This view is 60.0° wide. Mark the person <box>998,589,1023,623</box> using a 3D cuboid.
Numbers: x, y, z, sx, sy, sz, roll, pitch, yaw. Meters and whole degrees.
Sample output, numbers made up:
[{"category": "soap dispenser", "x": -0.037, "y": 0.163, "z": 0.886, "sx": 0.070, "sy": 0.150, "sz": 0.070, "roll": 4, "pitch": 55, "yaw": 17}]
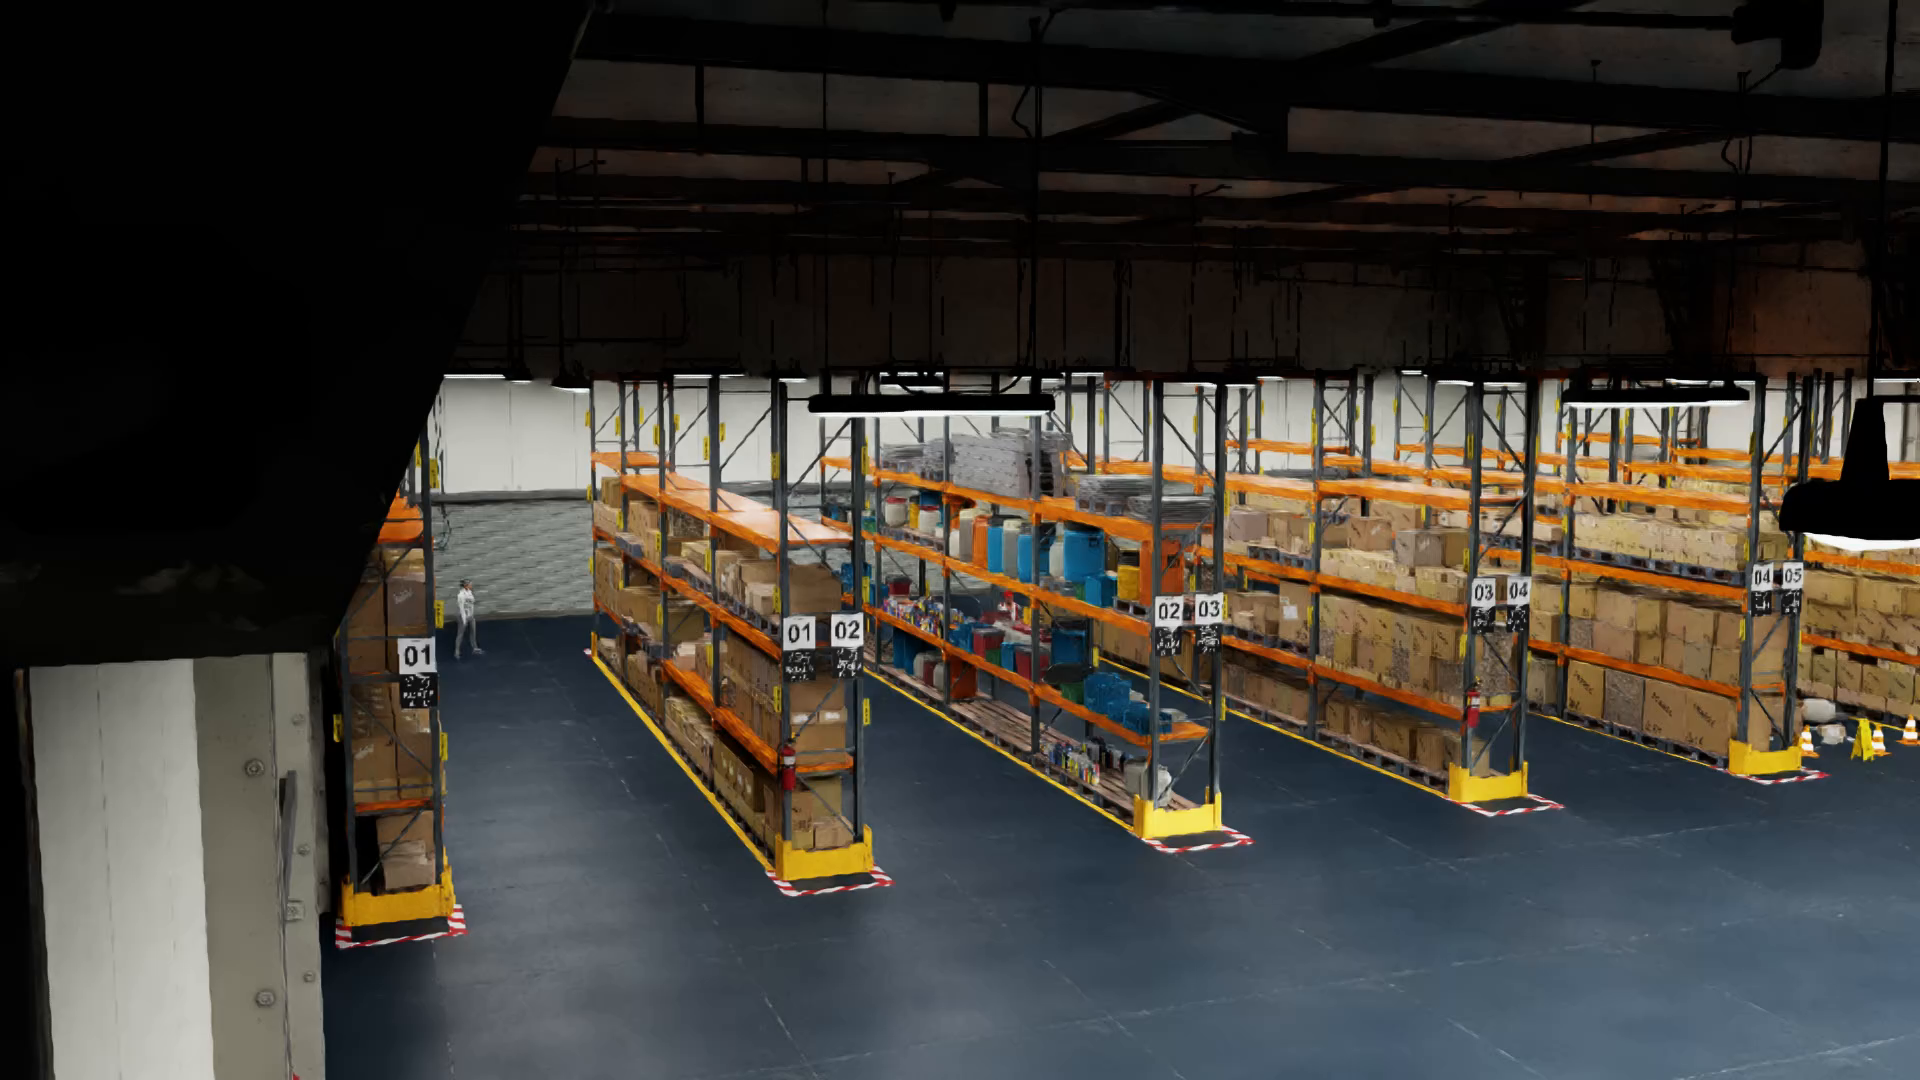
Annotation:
[{"category": "person", "x": 0.970, "y": 1.824, "z": 32.683, "sx": 0.567, "sy": 1.736, "sz": 1.044, "roll": -2, "pitch": 7, "yaw": -21}]

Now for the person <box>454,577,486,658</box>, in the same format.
[{"category": "person", "x": -10.339, "y": 1.597, "z": 34.888, "sx": 0.511, "sy": 1.676, "sz": 0.664, "roll": 1, "pitch": 6, "yaw": 9}]
